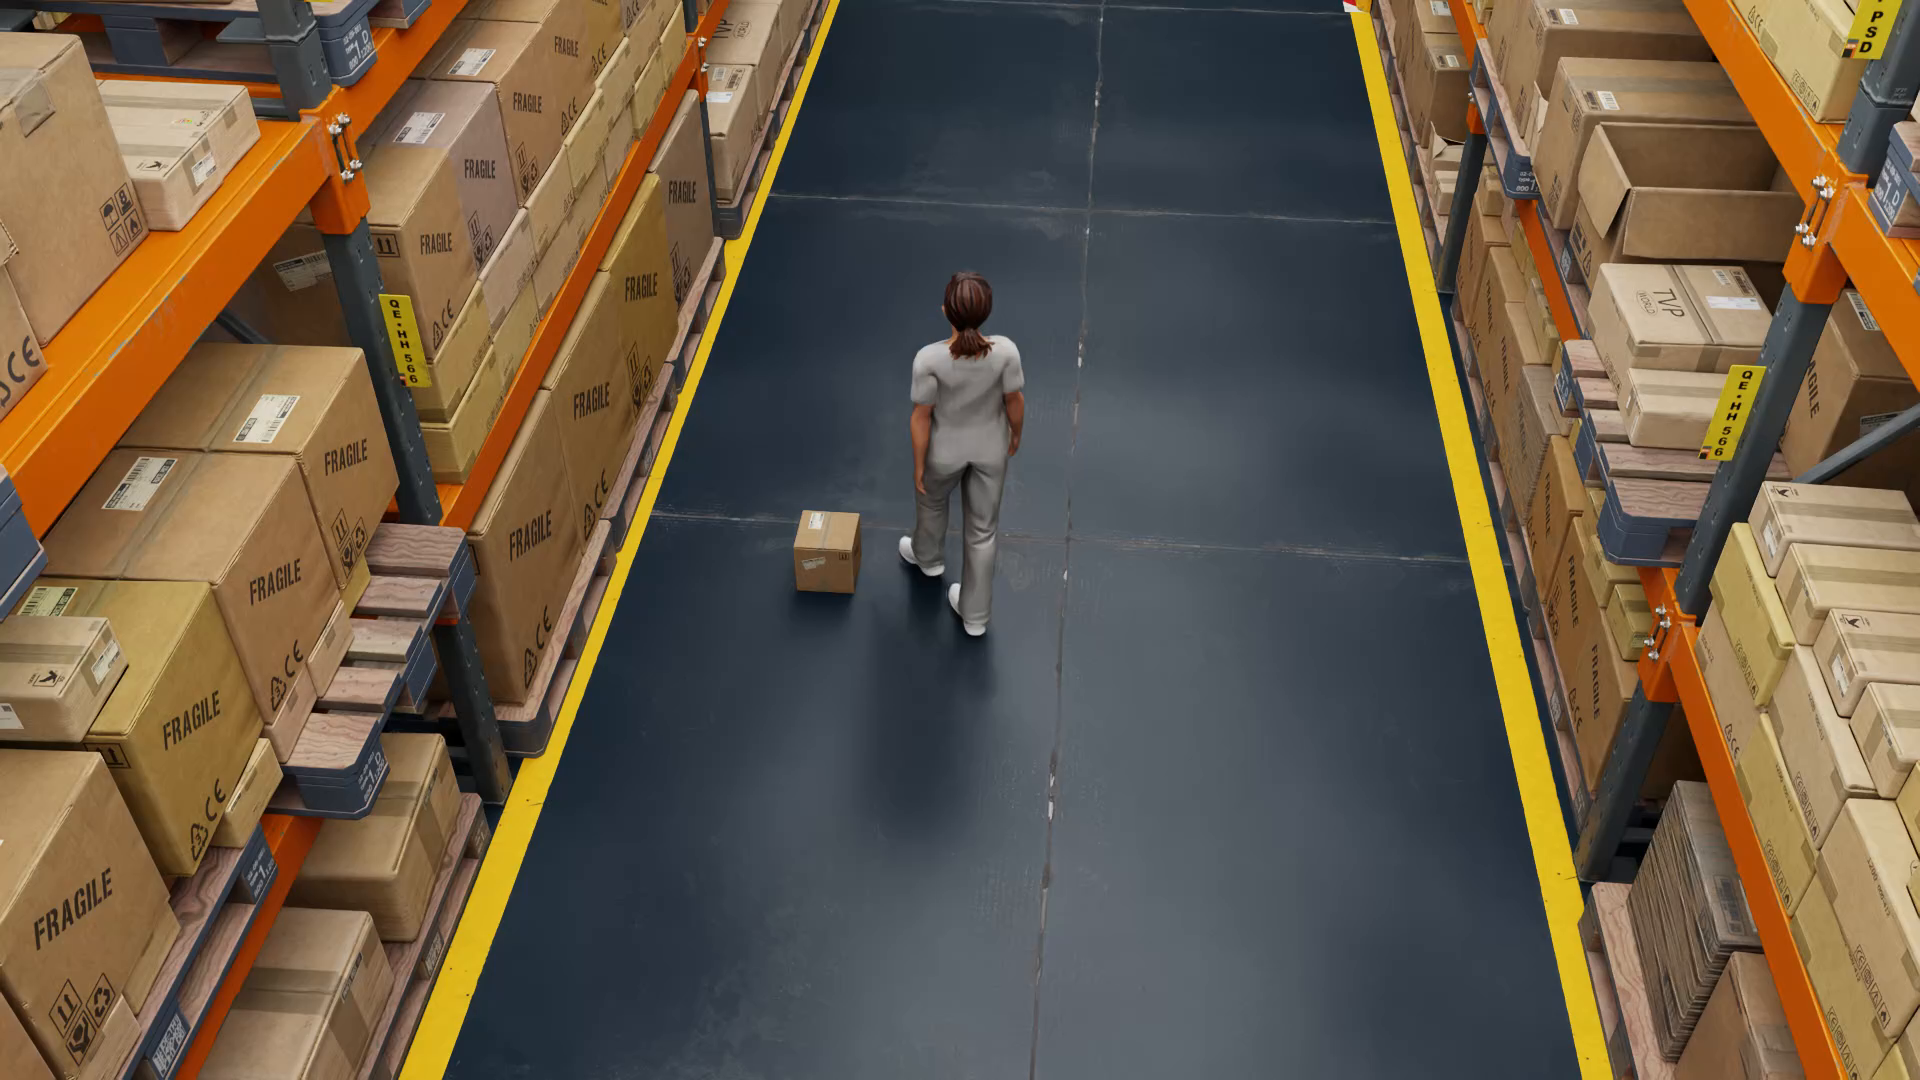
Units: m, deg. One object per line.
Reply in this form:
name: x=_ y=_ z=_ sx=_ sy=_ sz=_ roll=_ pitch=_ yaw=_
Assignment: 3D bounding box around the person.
person: x=-0.001 y=-0.426 z=6.655 sx=0.484 sy=1.659 sz=0.658 roll=-4 pitch=40 yaw=-5
